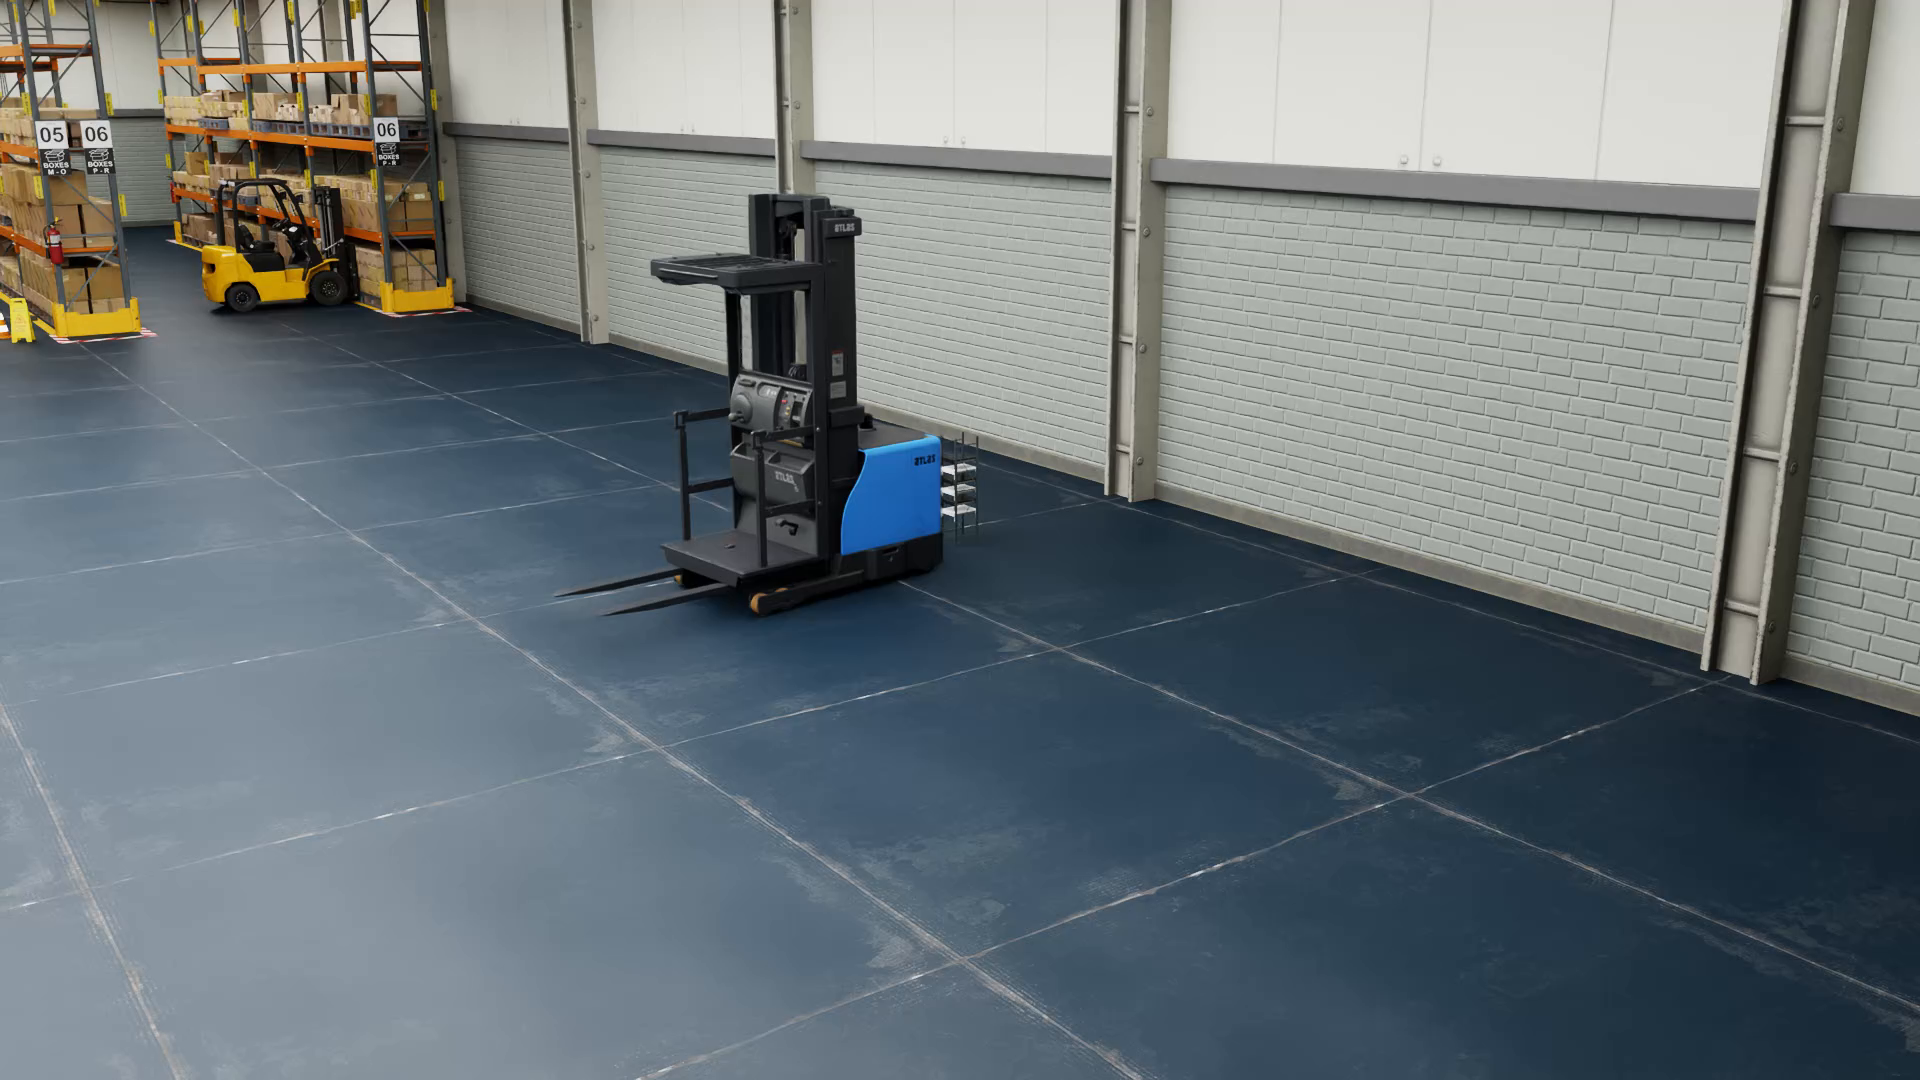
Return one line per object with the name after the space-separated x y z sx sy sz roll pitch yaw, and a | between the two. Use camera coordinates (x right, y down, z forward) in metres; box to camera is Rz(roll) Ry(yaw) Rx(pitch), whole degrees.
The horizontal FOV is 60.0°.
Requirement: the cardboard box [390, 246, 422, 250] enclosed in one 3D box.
-9.735 -5.012 29.226 0.500 0.250 0.500 -11 19 -34 | cardboard box

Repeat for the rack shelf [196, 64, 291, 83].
-15.188 -9.904 35.338 1.077 0.370 4.000 -11 19 -35 | rack shelf

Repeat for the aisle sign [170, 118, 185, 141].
-18.994 -10.055 40.207 0.394 0.787 0.004 -11 19 -35 | aisle sign

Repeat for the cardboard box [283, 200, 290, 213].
-13.045 -6.591 32.758 0.500 0.250 0.500 -10 18 -33 | cardboard box

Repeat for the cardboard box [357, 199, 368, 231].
-10.108 -5.640 28.812 0.500 0.500 0.500 -10 18 -33 | cardboard box

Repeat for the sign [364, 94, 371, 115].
-9.755 -7.170 27.381 0.100 0.325 0.005 -11 19 -35 | sign

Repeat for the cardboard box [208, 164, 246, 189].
-16.261 -8.091 36.970 0.700 0.500 0.500 -10 18 -33 | cardboard box

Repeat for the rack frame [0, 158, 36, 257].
-18.025 -6.352 31.604 1.000 3.000 0.127 -11 19 -35 | rack frame

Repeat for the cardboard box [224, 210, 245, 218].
-16.177 -7.265 37.086 0.380 0.149 0.250 -12 19 -37 | cardboard box

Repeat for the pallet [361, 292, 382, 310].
-9.792 -4.227 29.121 1.003 0.211 1.213 -11 19 -35 | pallet

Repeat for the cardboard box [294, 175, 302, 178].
-13.310 -7.343 33.806 0.380 0.149 0.250 -11 19 -35 | cardboard box

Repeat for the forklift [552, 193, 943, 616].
-1.562 -1.018 12.245 3.031 2.935 1.130 -14 20 -41 | forklift

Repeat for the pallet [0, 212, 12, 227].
-16.828 -5.844 30.108 1.003 0.211 1.213 -11 19 -35 | pallet

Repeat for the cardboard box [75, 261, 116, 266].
-13.897 -4.213 26.781 0.500 0.500 0.500 -12 19 -37 | cardboard box

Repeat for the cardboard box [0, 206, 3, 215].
-16.673 -5.809 29.299 0.380 0.149 0.250 -11 19 -34 | cardboard box

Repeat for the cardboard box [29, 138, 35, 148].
-13.930 -6.051 25.295 0.380 0.149 0.250 -11 19 -34 | cardboard box

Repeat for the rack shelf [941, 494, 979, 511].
-0.005 -0.317 13.996 0.258 0.077 0.200 -11 19 -35 | rack shelf

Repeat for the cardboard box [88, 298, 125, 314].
-13.572 -3.736 26.456 0.500 0.250 0.500 -11 19 -35 | cardboard box

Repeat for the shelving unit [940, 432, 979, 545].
-0.005 -0.436 13.964 0.258 0.900 0.210 -11 19 -35 | shelving unit

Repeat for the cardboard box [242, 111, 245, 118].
-14.686 -8.847 34.566 0.380 0.149 0.250 -10 18 -33 | cardboard box

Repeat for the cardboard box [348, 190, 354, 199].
-10.513 -6.077 29.180 0.380 0.149 0.250 -11 19 -34 | cardboard box

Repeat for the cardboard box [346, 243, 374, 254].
-10.733 -5.148 29.721 0.500 0.250 0.500 -11 19 -36 | cardboard box

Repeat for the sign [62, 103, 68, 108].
-15.239 -7.280 28.333 0.100 0.325 0.005 -11 19 -35 | sign

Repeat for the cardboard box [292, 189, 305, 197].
-12.464 -6.612 31.890 0.500 0.250 0.500 -11 19 -36 | cardboard box

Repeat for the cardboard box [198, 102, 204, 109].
-16.543 -9.566 36.590 0.380 0.149 0.250 -10 18 -33 | cardboard box

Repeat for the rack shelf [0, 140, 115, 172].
-14.497 -6.171 26.622 1.077 0.370 4.000 -11 19 -35 | rack shelf

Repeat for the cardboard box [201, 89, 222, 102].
-16.469 -9.779 36.584 0.396 0.266 0.258 -11 19 -35 | cardboard box

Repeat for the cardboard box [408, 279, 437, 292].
-9.439 -4.427 28.982 0.500 0.250 0.500 -11 19 -34 | cardboard box

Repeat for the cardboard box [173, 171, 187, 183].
-18.667 -8.764 40.137 0.500 0.250 0.500 -11 19 -34 | cardboard box

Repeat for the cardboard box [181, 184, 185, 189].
-18.558 -8.551 40.112 0.380 0.149 0.250 -10 18 -33 | cardboard box

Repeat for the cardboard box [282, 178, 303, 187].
-13.035 -6.982 32.486 0.380 0.149 0.250 -11 19 -36 | cardboard box

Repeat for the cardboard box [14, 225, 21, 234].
-15.747 -5.260 28.089 0.380 0.149 0.250 -11 19 -35 | cardboard box

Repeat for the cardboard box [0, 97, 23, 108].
-16.117 -7.420 28.365 0.500 0.250 0.500 -10 18 -33 | cardboard box

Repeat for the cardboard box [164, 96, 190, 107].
-18.658 -10.457 39.693 0.500 0.250 0.500 -11 19 -35 | cardboard box

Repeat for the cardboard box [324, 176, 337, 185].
-11.472 -6.621 30.603 0.380 0.149 0.250 -11 19 -34 | cardboard box

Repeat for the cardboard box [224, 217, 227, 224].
-16.368 -7.170 37.301 0.380 0.149 0.250 -10 18 -32 | cardboard box

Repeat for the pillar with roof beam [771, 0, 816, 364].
-5.415 -5.367 16.639 9.100 9.000 0.400 -11 19 -35 | pillar with roof beam

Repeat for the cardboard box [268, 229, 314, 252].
-13.656 -6.046 34.185 0.875 0.625 0.625 -10 18 -33 | cardboard box

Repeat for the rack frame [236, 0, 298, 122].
-14.012 -10.017 33.630 1.000 3.000 0.127 -11 19 -35 | rack frame

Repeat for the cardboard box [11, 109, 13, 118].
-14.942 -6.821 26.599 0.380 0.149 0.250 -11 19 -35 | cardboard box

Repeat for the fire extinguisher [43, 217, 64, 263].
-13.627 -4.511 25.022 0.296 0.674 0.183 -11 19 -35 | fire extinguisher

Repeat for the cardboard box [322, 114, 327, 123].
-11.190 -7.539 29.748 0.380 0.149 0.250 -10 18 -33 | cardboard box

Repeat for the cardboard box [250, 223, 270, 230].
-14.931 -6.680 35.510 0.380 0.149 0.250 -10 18 -33 | cardboard box

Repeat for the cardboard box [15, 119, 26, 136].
-14.444 -6.447 25.988 0.500 0.250 0.500 -10 18 -33 | cardboard box

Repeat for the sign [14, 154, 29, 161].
-24.445 -9.990 43.330 0.339 0.242 0.001 -11 19 -35 | sign

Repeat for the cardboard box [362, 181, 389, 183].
-10.122 -6.128 28.802 0.380 0.149 0.250 -11 19 -34 | cardboard box

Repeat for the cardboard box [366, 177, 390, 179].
-10.501 -6.474 30.068 0.380 0.149 0.250 -11 19 -35 | cardboard box

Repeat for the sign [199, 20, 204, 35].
-18.255 -12.334 40.026 0.100 0.325 0.005 -11 19 -35 | sign

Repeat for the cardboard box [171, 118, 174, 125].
-18.717 -10.053 39.920 0.380 0.149 0.250 -10 18 -33 | cardboard box

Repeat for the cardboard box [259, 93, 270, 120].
-13.406 -8.585 32.904 0.700 0.500 0.500 -11 19 -36 | cardboard box

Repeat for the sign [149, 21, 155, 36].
-19.155 -12.130 39.430 0.100 0.325 0.005 -11 19 -35 | sign

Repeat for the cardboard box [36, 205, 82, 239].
-13.863 -4.909 25.577 0.500 0.500 0.500 -11 19 -36 | cardboard box

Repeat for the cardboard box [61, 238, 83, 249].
-13.714 -4.570 25.566 0.380 0.149 0.250 -10 18 -33 | cardboard box
